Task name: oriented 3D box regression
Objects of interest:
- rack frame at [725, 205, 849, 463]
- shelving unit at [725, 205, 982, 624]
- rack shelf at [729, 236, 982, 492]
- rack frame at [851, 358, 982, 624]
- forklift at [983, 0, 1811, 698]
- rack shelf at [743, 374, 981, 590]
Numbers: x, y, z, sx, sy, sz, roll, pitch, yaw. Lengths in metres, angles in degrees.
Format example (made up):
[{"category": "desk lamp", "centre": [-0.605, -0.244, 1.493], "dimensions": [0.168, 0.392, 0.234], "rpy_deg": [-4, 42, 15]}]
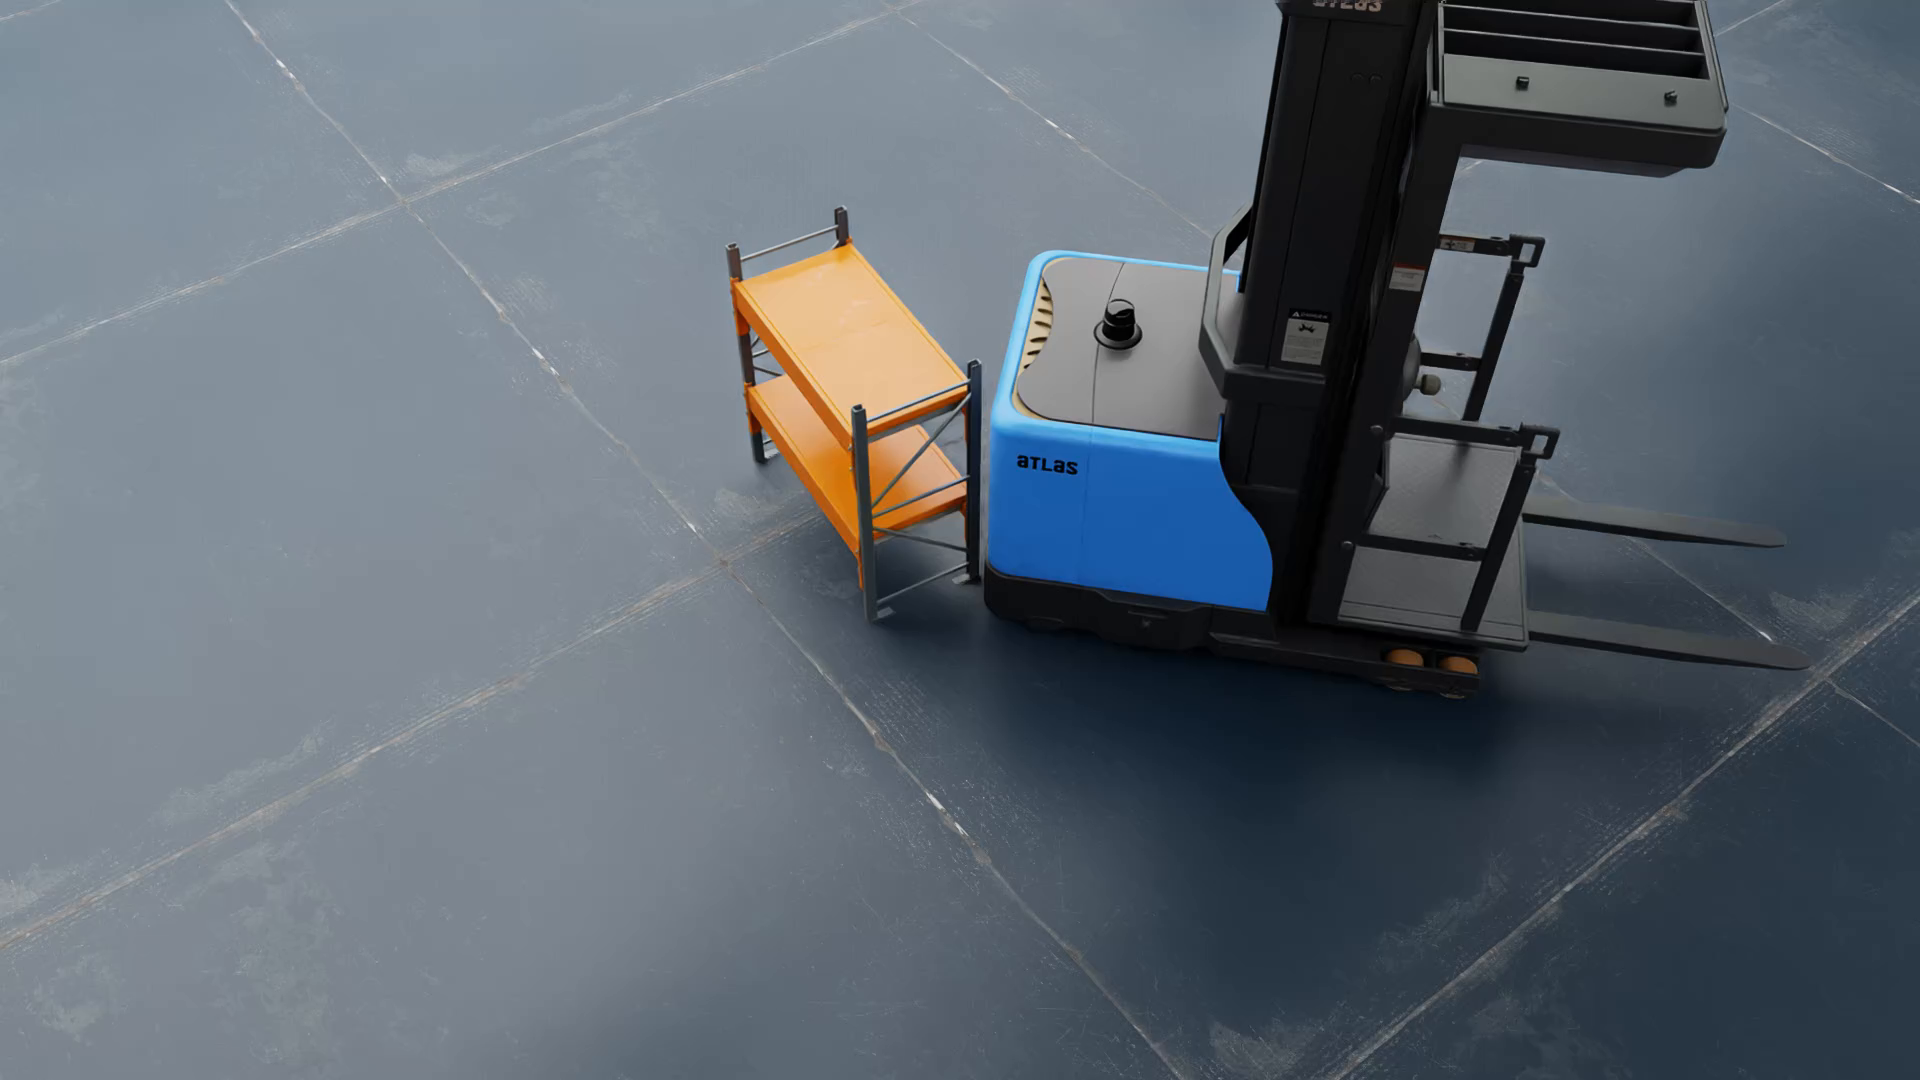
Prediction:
[{"category": "rack frame", "centre": [-0.656, -0.808, 6.722], "dimensions": [0.500, 1.125, 0.032], "rpy_deg": [-23, 52, -20]}, {"category": "shelving unit", "centre": [-0.402, -0.482, 6.426], "dimensions": [0.538, 1.125, 1.048], "rpy_deg": [-23, 52, -20]}, {"category": "rack shelf", "centre": [-0.402, -0.678, 6.210], "dimensions": [0.538, 0.278, 1.000], "rpy_deg": [-23, 52, -20]}, {"category": "rack frame", "centre": [-0.147, -0.156, 6.131], "dimensions": [0.500, 1.125, 0.032], "rpy_deg": [-23, 52, -20]}, {"category": "forklift", "centre": [1.659, -0.823, 5.517], "dimensions": [3.031, 2.935, 1.130], "rpy_deg": [8, 48, 7]}, {"category": "rack shelf", "centre": [-0.402, -0.318, 6.608], "dimensions": [0.538, 0.278, 1.000], "rpy_deg": [-23, 52, -20]}]
